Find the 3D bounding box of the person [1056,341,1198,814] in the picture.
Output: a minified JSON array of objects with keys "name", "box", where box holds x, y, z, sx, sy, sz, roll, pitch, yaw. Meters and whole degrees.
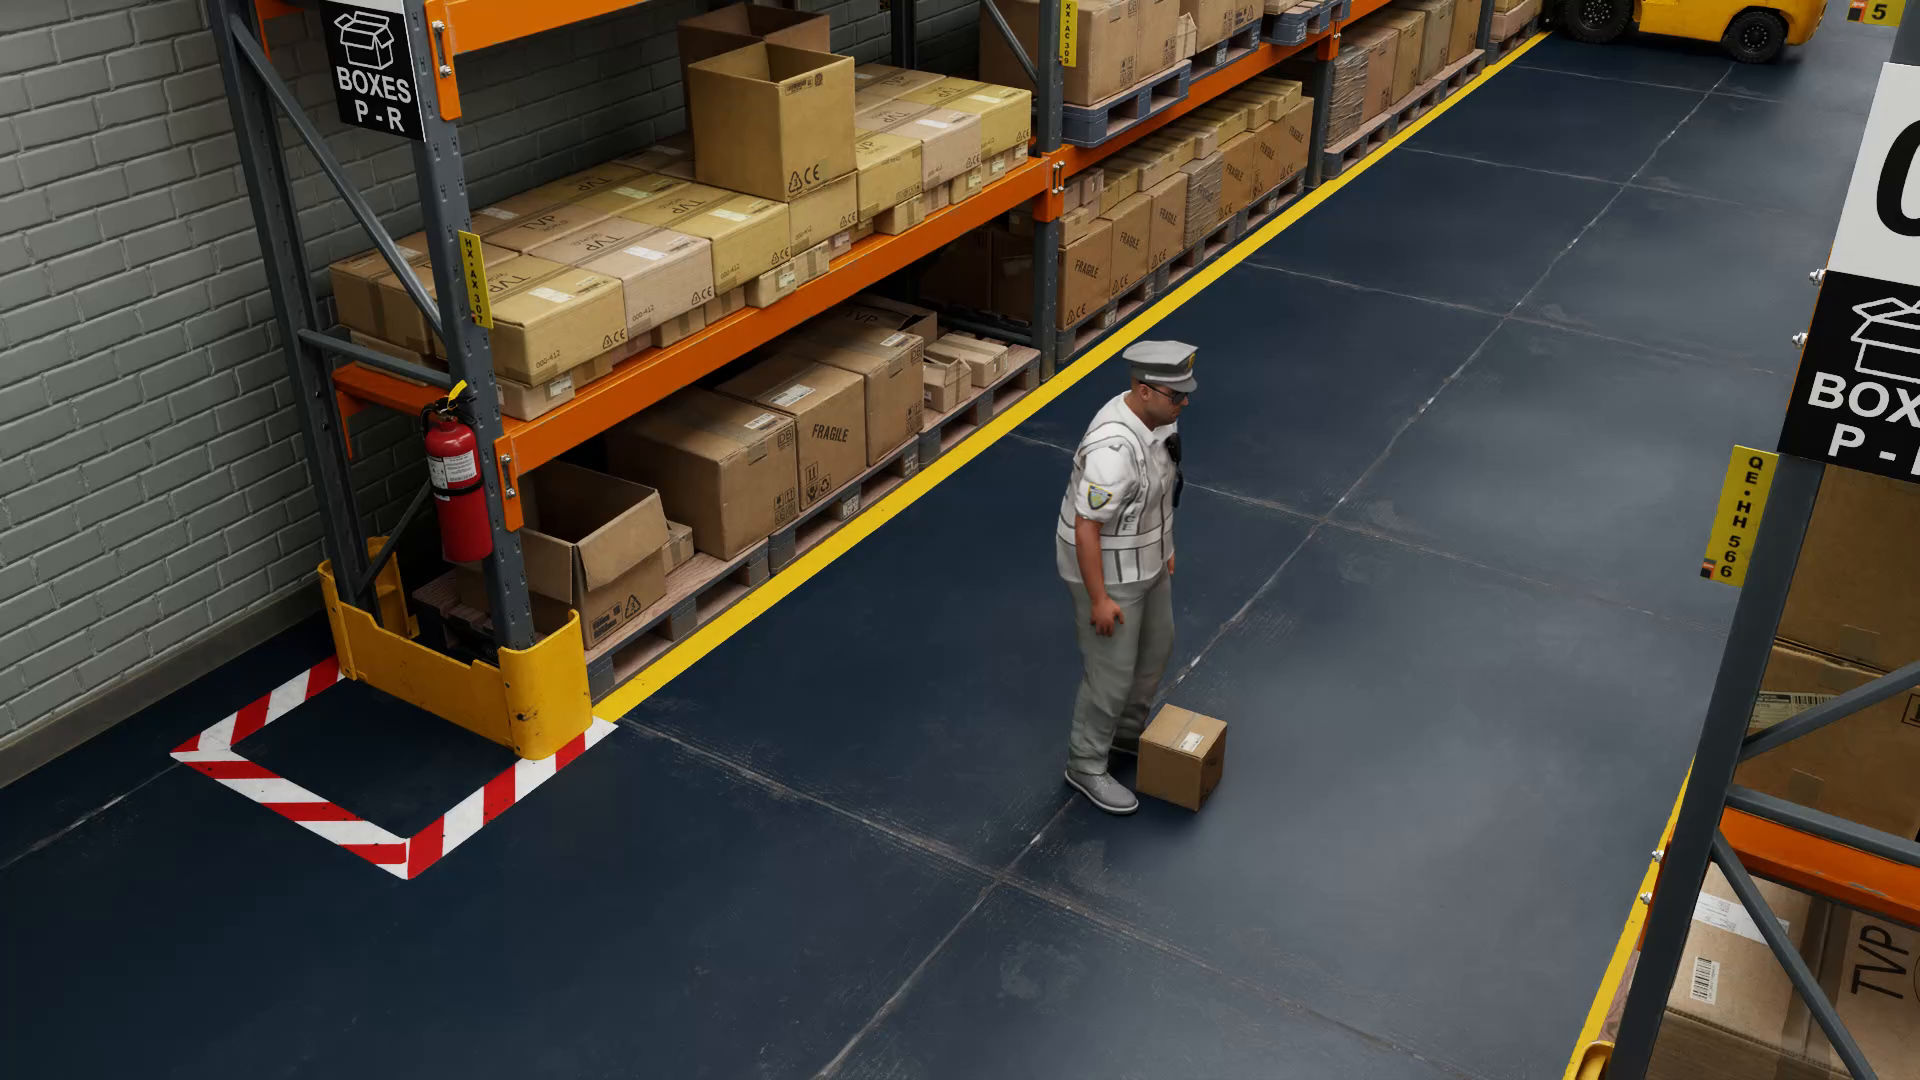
[{"name":"person","box":[0.600,0.102,5.949,0.475,1.747,0.584,17,34,26]}]
